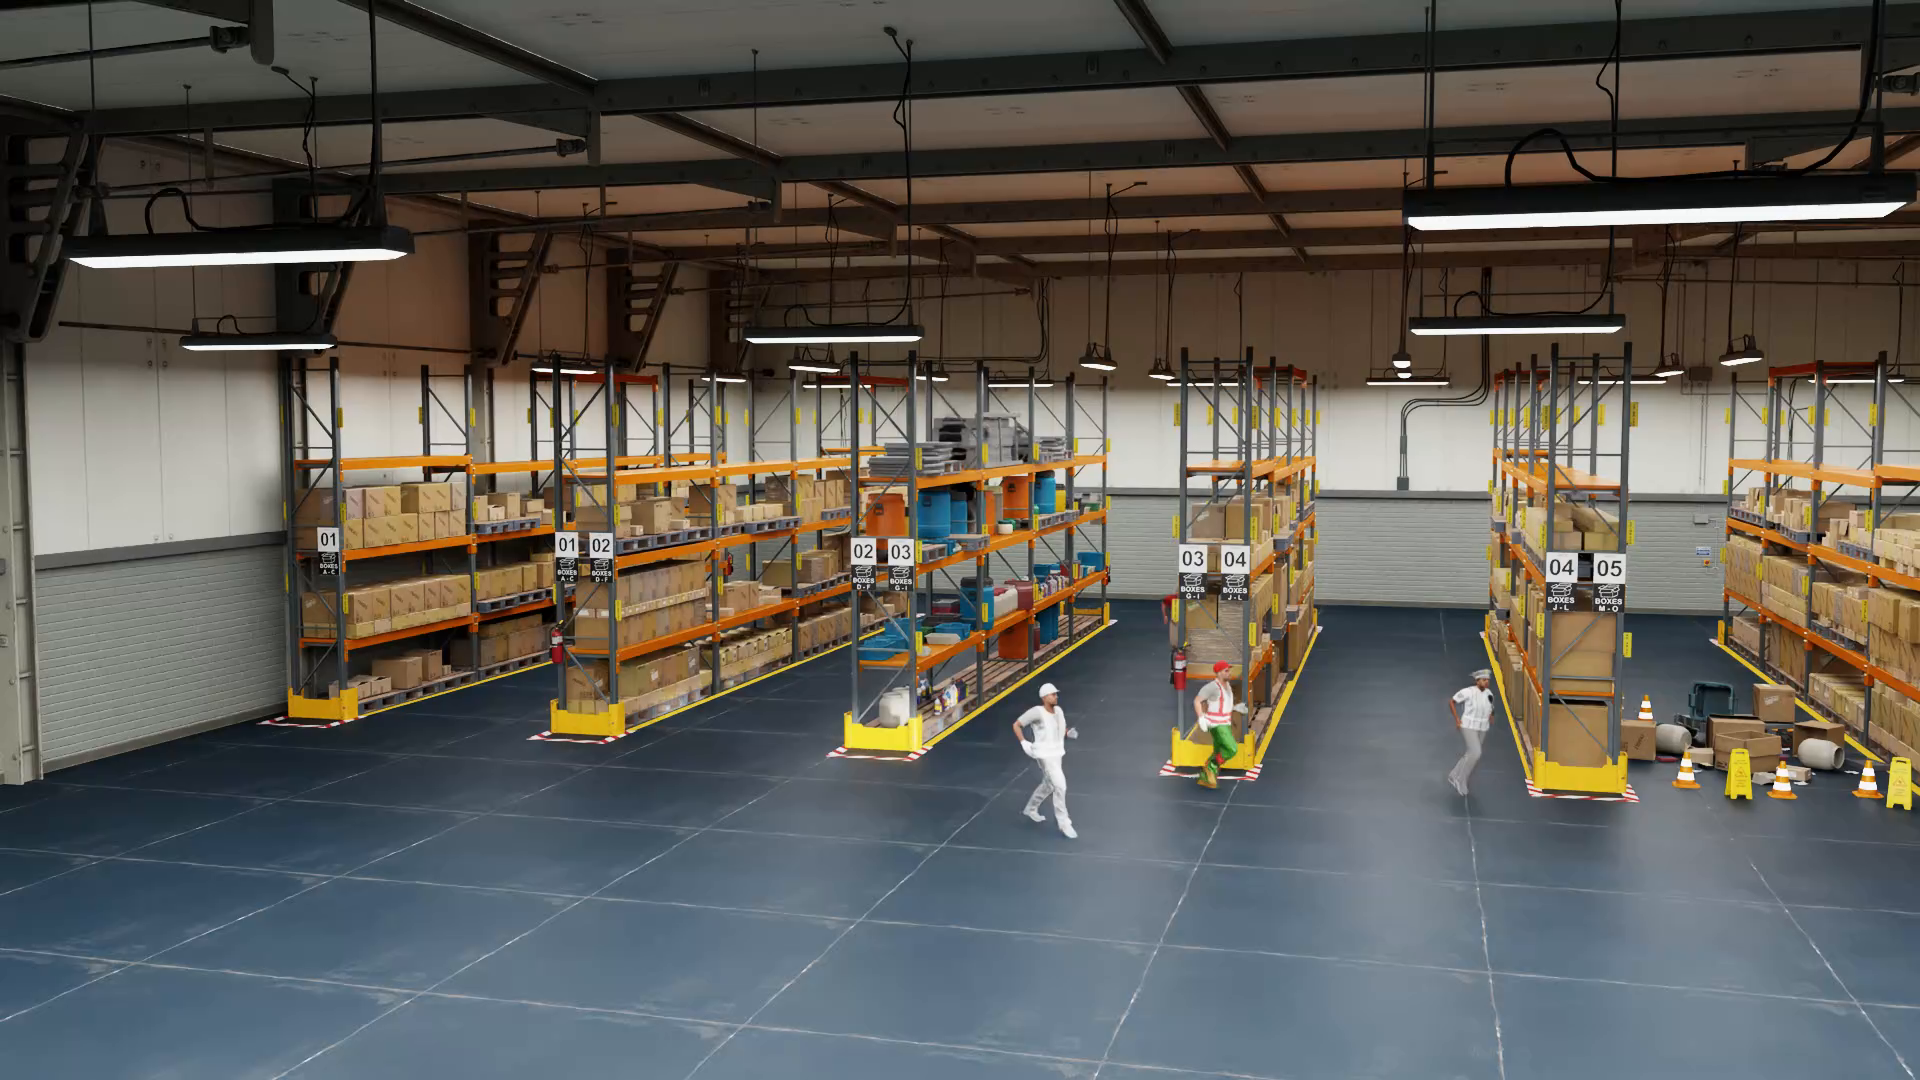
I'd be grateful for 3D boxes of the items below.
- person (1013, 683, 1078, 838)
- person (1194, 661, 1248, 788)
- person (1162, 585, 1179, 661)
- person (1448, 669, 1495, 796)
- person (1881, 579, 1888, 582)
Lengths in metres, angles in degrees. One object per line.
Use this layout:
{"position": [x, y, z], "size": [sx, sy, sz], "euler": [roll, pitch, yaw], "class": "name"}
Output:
{"position": [1.090, 2.640, 20.124], "size": [0.906, 1.805, 0.691], "euler": [3, 5, 37], "class": "person"}
{"position": [3.513, 2.484, 22.373], "size": [0.668, 1.730, 0.652], "euler": [3, 5, 34], "class": "person"}
{"position": [4.065, 1.634, 30.841], "size": [0.650, 1.665, 0.735], "euler": [0, 4, 7], "class": "person"}
{"position": [6.861, 2.553, 22.262], "size": [0.620, 1.690, 0.706], "euler": [-2, 5, -21], "class": "person"}
{"position": [18.592, 1.684, 33.497], "size": [0.663, 1.770, 0.833], "euler": [0, 4, 0], "class": "person"}
